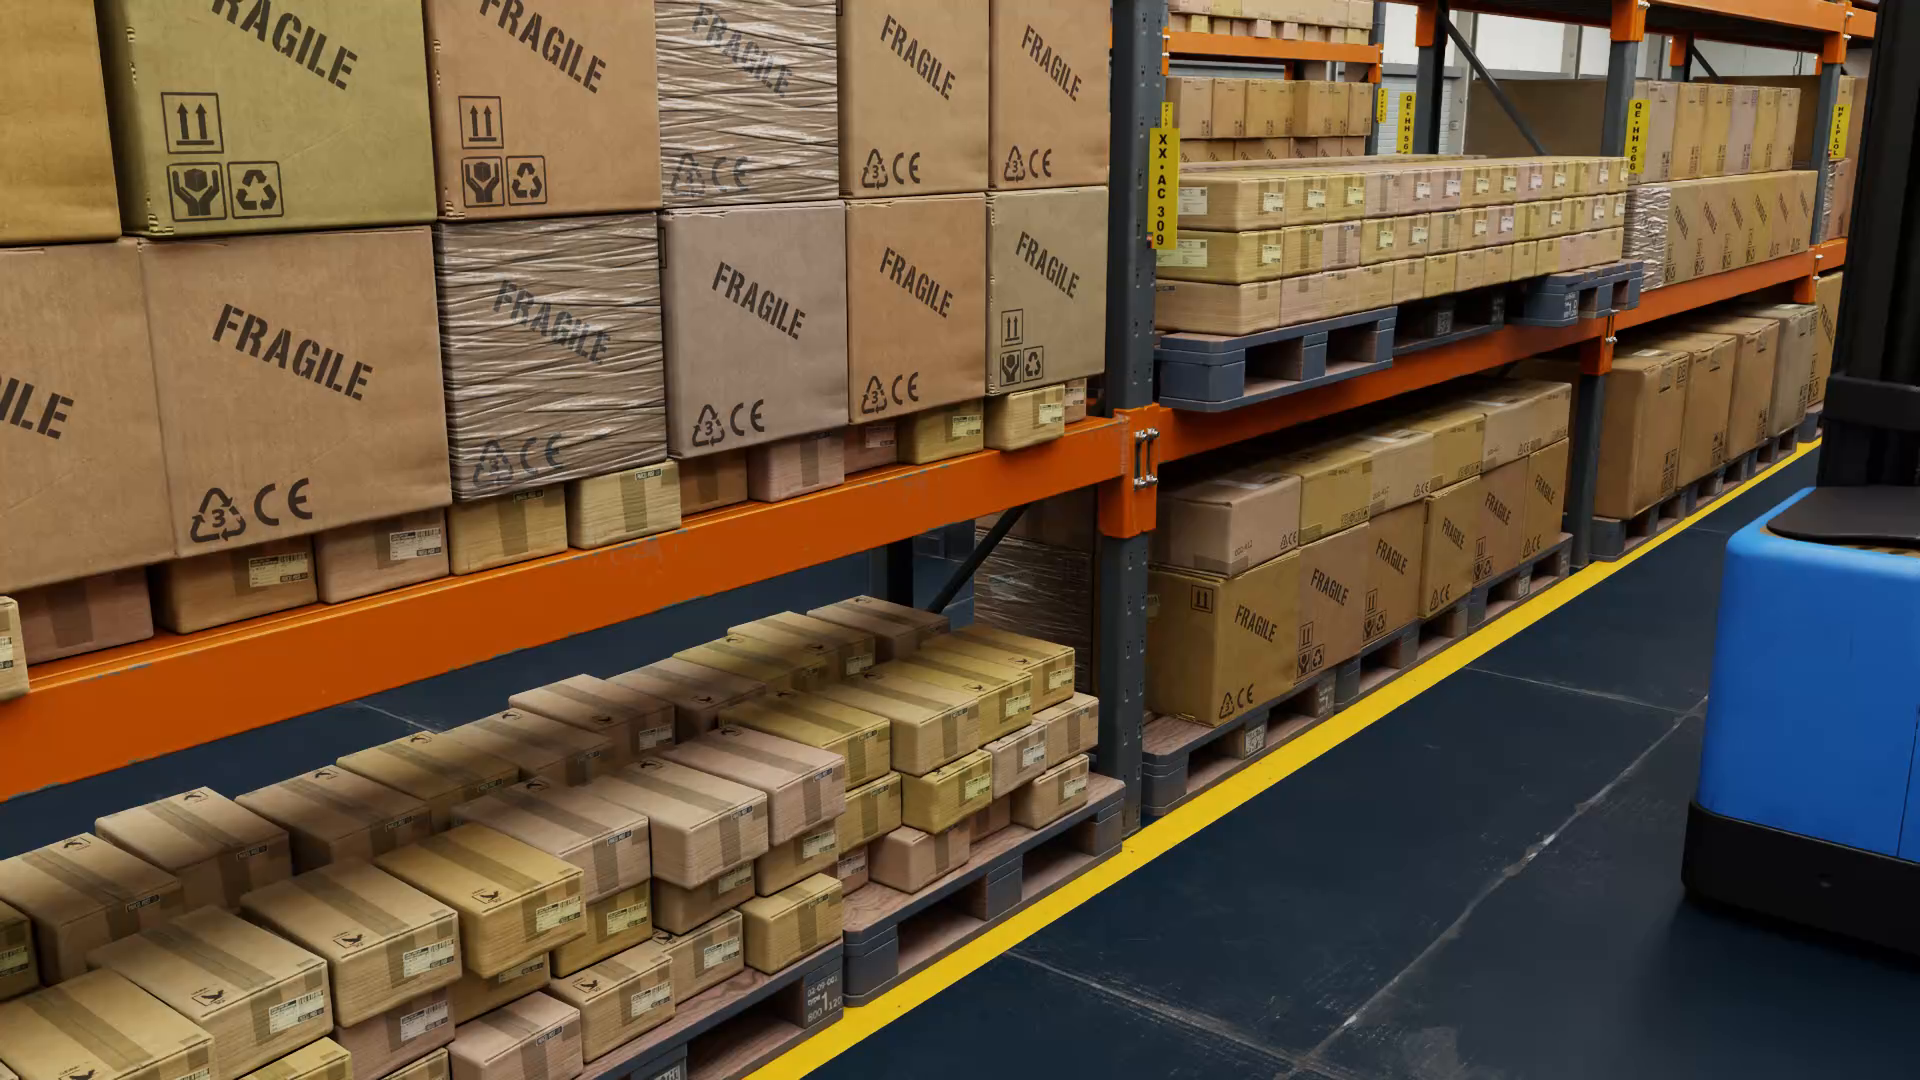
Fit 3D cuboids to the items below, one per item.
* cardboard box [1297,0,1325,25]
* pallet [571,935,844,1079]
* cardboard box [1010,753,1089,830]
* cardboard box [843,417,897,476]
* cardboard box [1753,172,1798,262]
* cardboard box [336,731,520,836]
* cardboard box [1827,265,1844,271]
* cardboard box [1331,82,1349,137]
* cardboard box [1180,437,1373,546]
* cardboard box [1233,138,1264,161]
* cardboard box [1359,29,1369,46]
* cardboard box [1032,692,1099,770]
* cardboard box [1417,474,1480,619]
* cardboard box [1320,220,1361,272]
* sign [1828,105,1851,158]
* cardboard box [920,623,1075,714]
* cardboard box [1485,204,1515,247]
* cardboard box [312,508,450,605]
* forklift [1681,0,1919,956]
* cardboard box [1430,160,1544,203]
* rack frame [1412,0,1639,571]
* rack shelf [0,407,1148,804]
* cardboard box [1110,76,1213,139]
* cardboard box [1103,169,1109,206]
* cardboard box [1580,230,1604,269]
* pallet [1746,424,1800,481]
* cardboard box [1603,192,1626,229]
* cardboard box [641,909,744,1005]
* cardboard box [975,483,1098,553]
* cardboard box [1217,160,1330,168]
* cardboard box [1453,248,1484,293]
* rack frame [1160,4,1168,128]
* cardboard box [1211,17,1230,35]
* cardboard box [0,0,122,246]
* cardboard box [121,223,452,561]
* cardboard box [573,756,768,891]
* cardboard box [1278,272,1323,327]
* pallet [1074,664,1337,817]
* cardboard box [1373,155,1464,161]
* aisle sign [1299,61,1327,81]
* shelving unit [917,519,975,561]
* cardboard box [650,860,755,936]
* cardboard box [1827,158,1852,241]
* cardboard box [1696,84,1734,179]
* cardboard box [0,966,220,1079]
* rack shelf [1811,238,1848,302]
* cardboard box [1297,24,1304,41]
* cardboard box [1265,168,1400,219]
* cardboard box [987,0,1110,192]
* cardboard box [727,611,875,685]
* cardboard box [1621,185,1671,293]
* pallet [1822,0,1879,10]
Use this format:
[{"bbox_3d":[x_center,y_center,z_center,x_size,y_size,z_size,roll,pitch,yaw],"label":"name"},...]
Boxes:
[{"bbox_3d":[3.005,-4.860,15.269,0.500,0.250,0.500,12,18,39],"label":"cardboard box"},{"bbox_3d":[-1.033,1.095,3.885,1.003,0.211,1.213,11,18,38],"label":"pallet"},{"bbox_3d":[0.146,0.680,4.790,0.380,0.149,0.250,12,18,38],"label":"cardboard box"},{"bbox_3d":[-0.377,-0.266,4.088,0.380,0.149,0.250,11,18,36],"label":"cardboard box"},{"bbox_3d":[4.718,-1.968,10.075,0.500,0.500,0.500,11,18,37],"label":"cardboard box"},{"bbox_3d":[-1.252,0.593,3.924,0.380,0.149,0.250,11,18,38],"label":"cardboard box"},{"bbox_3d":[6.169,-1.614,12.348,0.875,0.875,0.875,11,18,38],"label":"cardboard box"},{"bbox_3d":[3.281,-4.120,15.912,0.700,0.500,0.500,11,18,38],"label":"cardboard box"},{"bbox_3d":[1.130,-0.184,5.956,0.500,0.250,0.500,12,18,39],"label":"cardboard box"},{"bbox_3d":[2.358,-3.332,14.840,0.500,0.500,0.500,11,18,37],"label":"cardboard box"},{"bbox_3d":[3.749,-4.891,16.201,0.380,0.149,0.250,11,18,38],"label":"cardboard box"},{"bbox_3d":[0.177,0.518,4.825,0.380,0.149,0.250,12,18,39],"label":"cardboard box"},{"bbox_3d":[1.782,-0.015,6.812,0.500,0.500,0.500,10,18,35],"label":"cardboard box"},{"bbox_3d":[1.056,-0.955,5.344,0.380,0.149,0.250,12,18,39],"label":"cardboard box"},{"bbox_3d":[5.584,-2.598,10.568,0.100,0.325,0.005,11,18,38],"label":"sign"},{"bbox_3d":[0.106,0.373,4.793,0.380,0.149,0.250,12,18,39],"label":"cardboard box"},{"bbox_3d":[1.876,-1.205,6.328,0.380,0.149,0.250,12,18,39],"label":"cardboard box"},{"bbox_3d":[-1.166,-0.009,3.078,0.380,0.149,0.250,11,18,36],"label":"cardboard box"},{"bbox_3d":[3.317,-0.602,5.038,1.130,2.935,3.031,11,18,38],"label":"forklift"},{"bbox_3d":[2.045,-1.402,6.499,0.380,0.149,0.250,11,18,38],"label":"cardboard box"},{"bbox_3d":[2.642,-1.392,8.009,1.000,3.000,0.127,11,18,38],"label":"rack frame"},{"bbox_3d":[-1.129,0.106,3.574,1.077,0.370,4.000,11,18,38],"label":"rack shelf"},{"bbox_3d":[1.687,-3.632,13.991,0.700,0.500,0.500,11,18,37],"label":"cardboard box"},{"bbox_3d":[0.396,-1.154,5.524,0.380,0.149,0.250,11,18,36],"label":"cardboard box"},{"bbox_3d":[2.532,-1.261,7.150,0.380,0.149,0.250,11,18,37],"label":"cardboard box"},{"bbox_3d":[4.729,-0.647,10.740,1.003,0.211,1.213,11,18,38],"label":"pallet"},{"bbox_3d":[2.685,-1.453,7.302,0.380,0.149,0.250,12,18,39],"label":"cardboard box"},{"bbox_3d":[-0.721,0.918,3.854,0.380,0.149,0.250,12,18,39],"label":"cardboard box"},{"bbox_3d":[0.399,-0.163,5.873,0.500,0.250,0.500,11,18,36],"label":"cardboard box"},{"bbox_3d":[1.216,-1.404,6.507,0.380,0.149,0.250,11,18,37],"label":"cardboard box"},{"bbox_3d":[1.710,-1.010,6.165,0.380,0.149,0.250,10,17,35],"label":"cardboard box"},{"bbox_3d":[1.242,-2.904,13.964,1.000,3.000,0.127,11,18,38],"label":"rack frame"},{"bbox_3d":[2.095,-4.406,14.293,0.380,0.149,0.250,12,19,39],"label":"cardboard box"},{"bbox_3d":[-1.586,-0.679,2.367,0.500,0.500,0.500,12,19,39],"label":"cardboard box"},{"bbox_3d":[-1.255,-0.294,2.880,0.500,0.500,0.500,12,18,38],"label":"cardboard box"},{"bbox_3d":[-0.656,0.634,3.765,0.380,0.149,0.250,10,18,36],"label":"cardboard box"},{"bbox_3d":[0.903,-0.766,5.202,0.380,0.149,0.250,12,18,38],"label":"cardboard box"},{"bbox_3d":[0.616,0.577,5.925,1.003,0.211,1.213,11,18,38],"label":"pallet"},{"bbox_3d":[2.034,-1.651,7.480,0.380,0.149,0.250,11,18,36],"label":"cardboard box"},{"bbox_3d":[3.554,-4.990,16.895,0.394,0.787,0.004,11,18,38],"label":"aisle sign"},{"bbox_3d":[0.004,-0.728,8.443,0.431,1.500,0.755,11,18,38],"label":"shelving unit"},{"bbox_3d":[-0.701,0.759,3.878,0.380,0.149,0.250,10,17,35],"label":"cardboard box"},{"bbox_3d":[5.706,-2.412,11.720,0.875,0.550,0.550,11,18,38],"label":"cardboard box"},{"bbox_3d":[3.890,-2.303,9.362,0.700,0.500,0.500,11,18,37],"label":"cardboard box"},{"bbox_3d":[-1.455,0.883,2.785,0.380,0.149,0.250,11,18,37],"label":"cardboard box"},{"bbox_3d":[6.413,-2.192,12.621,1.077,0.370,4.000,11,18,38],"label":"rack shelf"},{"bbox_3d":[2.923,-4.650,15.253,0.380,0.149,0.250,11,18,36],"label":"cardboard box"},{"bbox_3d":[1.225,-1.150,5.509,0.380,0.149,0.250,11,18,37],"label":"cardboard box"},{"bbox_3d":[0.043,-1.171,4.302,0.500,0.500,0.500,10,18,36],"label":"cardboard box"},{"bbox_3d":[-0.469,0.342,4.915,0.380,0.149,0.250,12,19,40],"label":"cardboard box"},{"bbox_3d":[3.134,-1.484,8.171,0.500,0.500,0.500,12,18,38],"label":"cardboard box"},{"bbox_3d":[5.678,-3.724,11.276,1.003,0.211,1.213,11,18,38],"label":"pallet"}]
